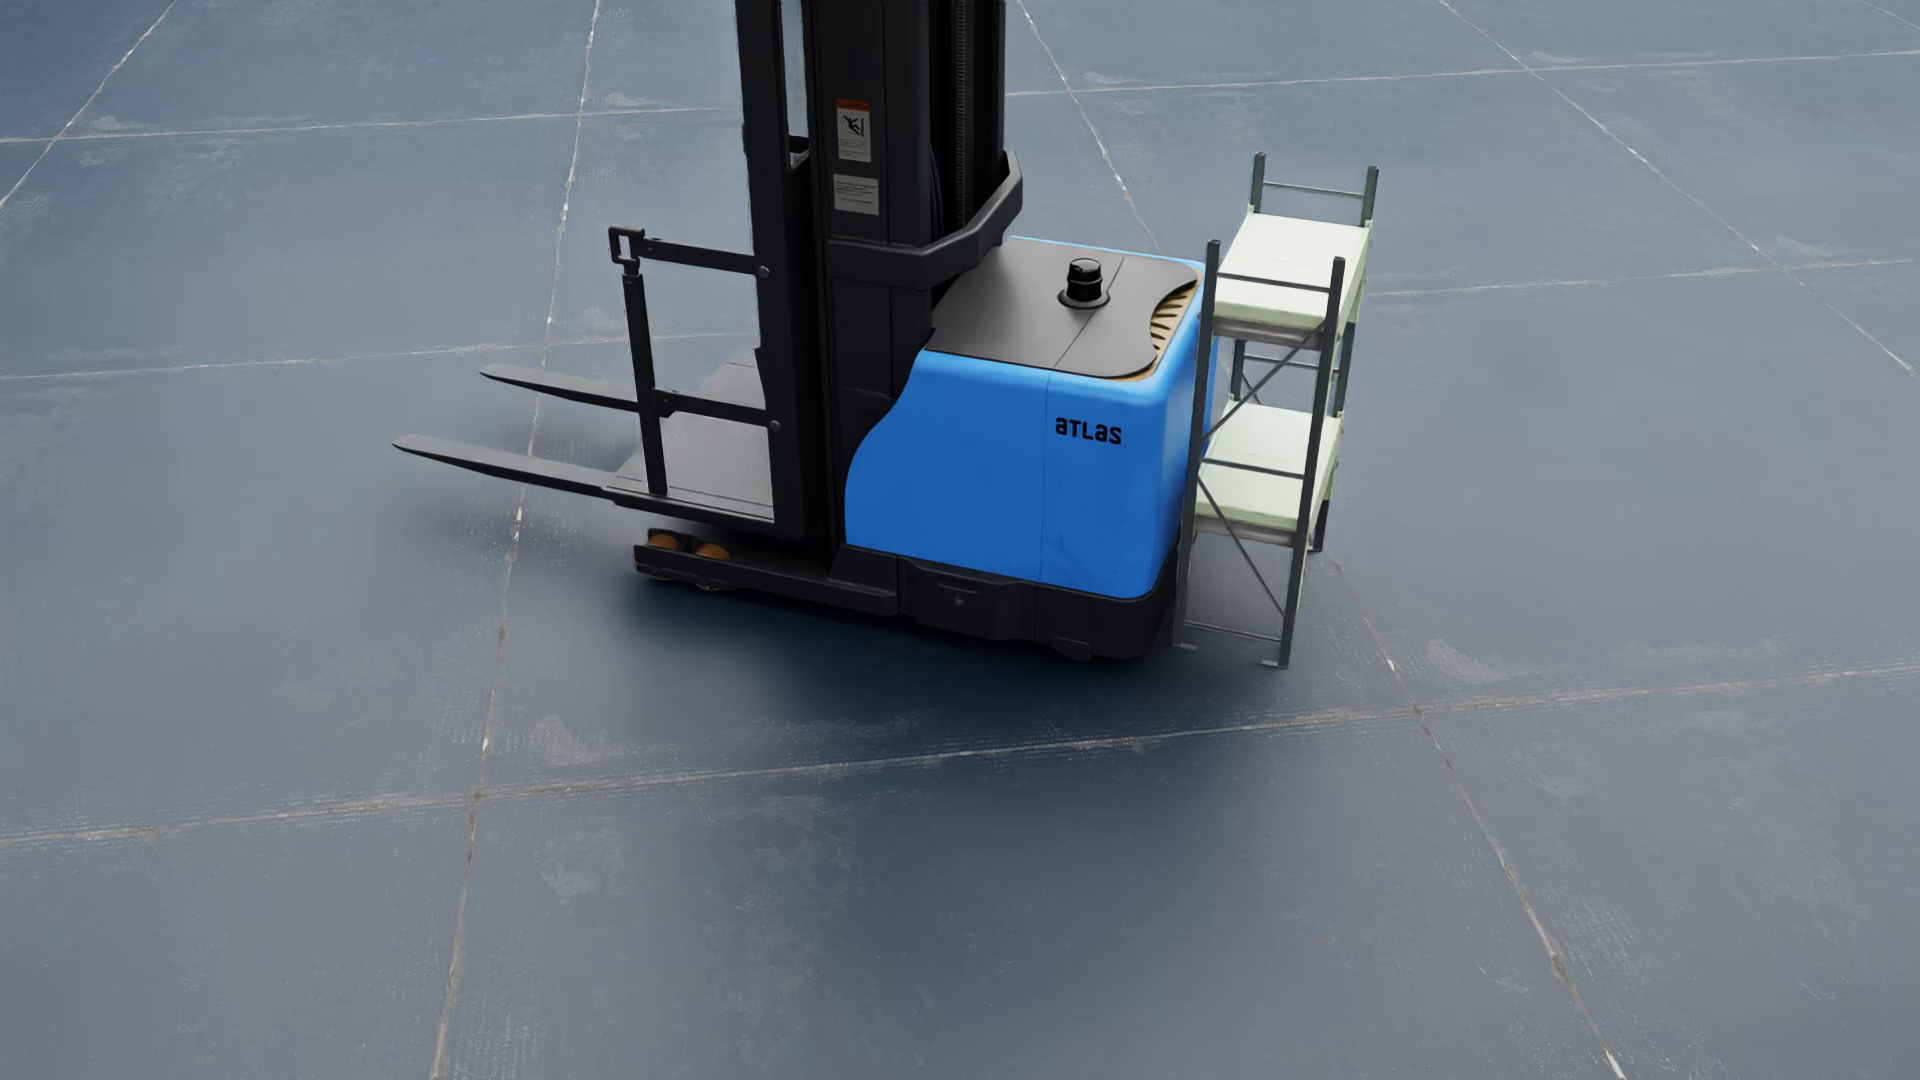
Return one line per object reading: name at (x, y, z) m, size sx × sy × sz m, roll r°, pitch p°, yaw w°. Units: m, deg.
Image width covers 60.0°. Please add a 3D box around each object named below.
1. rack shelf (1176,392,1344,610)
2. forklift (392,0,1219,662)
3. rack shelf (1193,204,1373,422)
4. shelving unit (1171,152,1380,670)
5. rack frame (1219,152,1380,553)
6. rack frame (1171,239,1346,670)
rack shelf at (1.038, -0.149, 5.715) m, size 0.431 × 0.370 × 0.720 m, roll 11°, pitch 36°, yaw 16°
forklift at (-0.649, -1.296, 5.549) m, size 3.031 × 2.935 × 1.130 m, roll 11°, pitch 36°, yaw 16°
rack shelf at (1.038, -0.740, 5.312) m, size 0.431 × 0.370 × 0.720 m, roll 11°, pitch 36°, yaw 16°
shelving unit at (1.038, -0.418, 5.531) m, size 0.431 × 1.500 × 0.755 m, roll 11°, pitch 36°, yaw 16°
rack frame at (1.158, -0.613, 5.817) m, size 0.400 × 1.500 × 0.023 m, roll 11°, pitch 36°, yaw 16°
rack frame at (0.918, -0.223, 5.246) m, size 0.400 × 1.500 × 0.023 m, roll 11°, pitch 36°, yaw 16°
